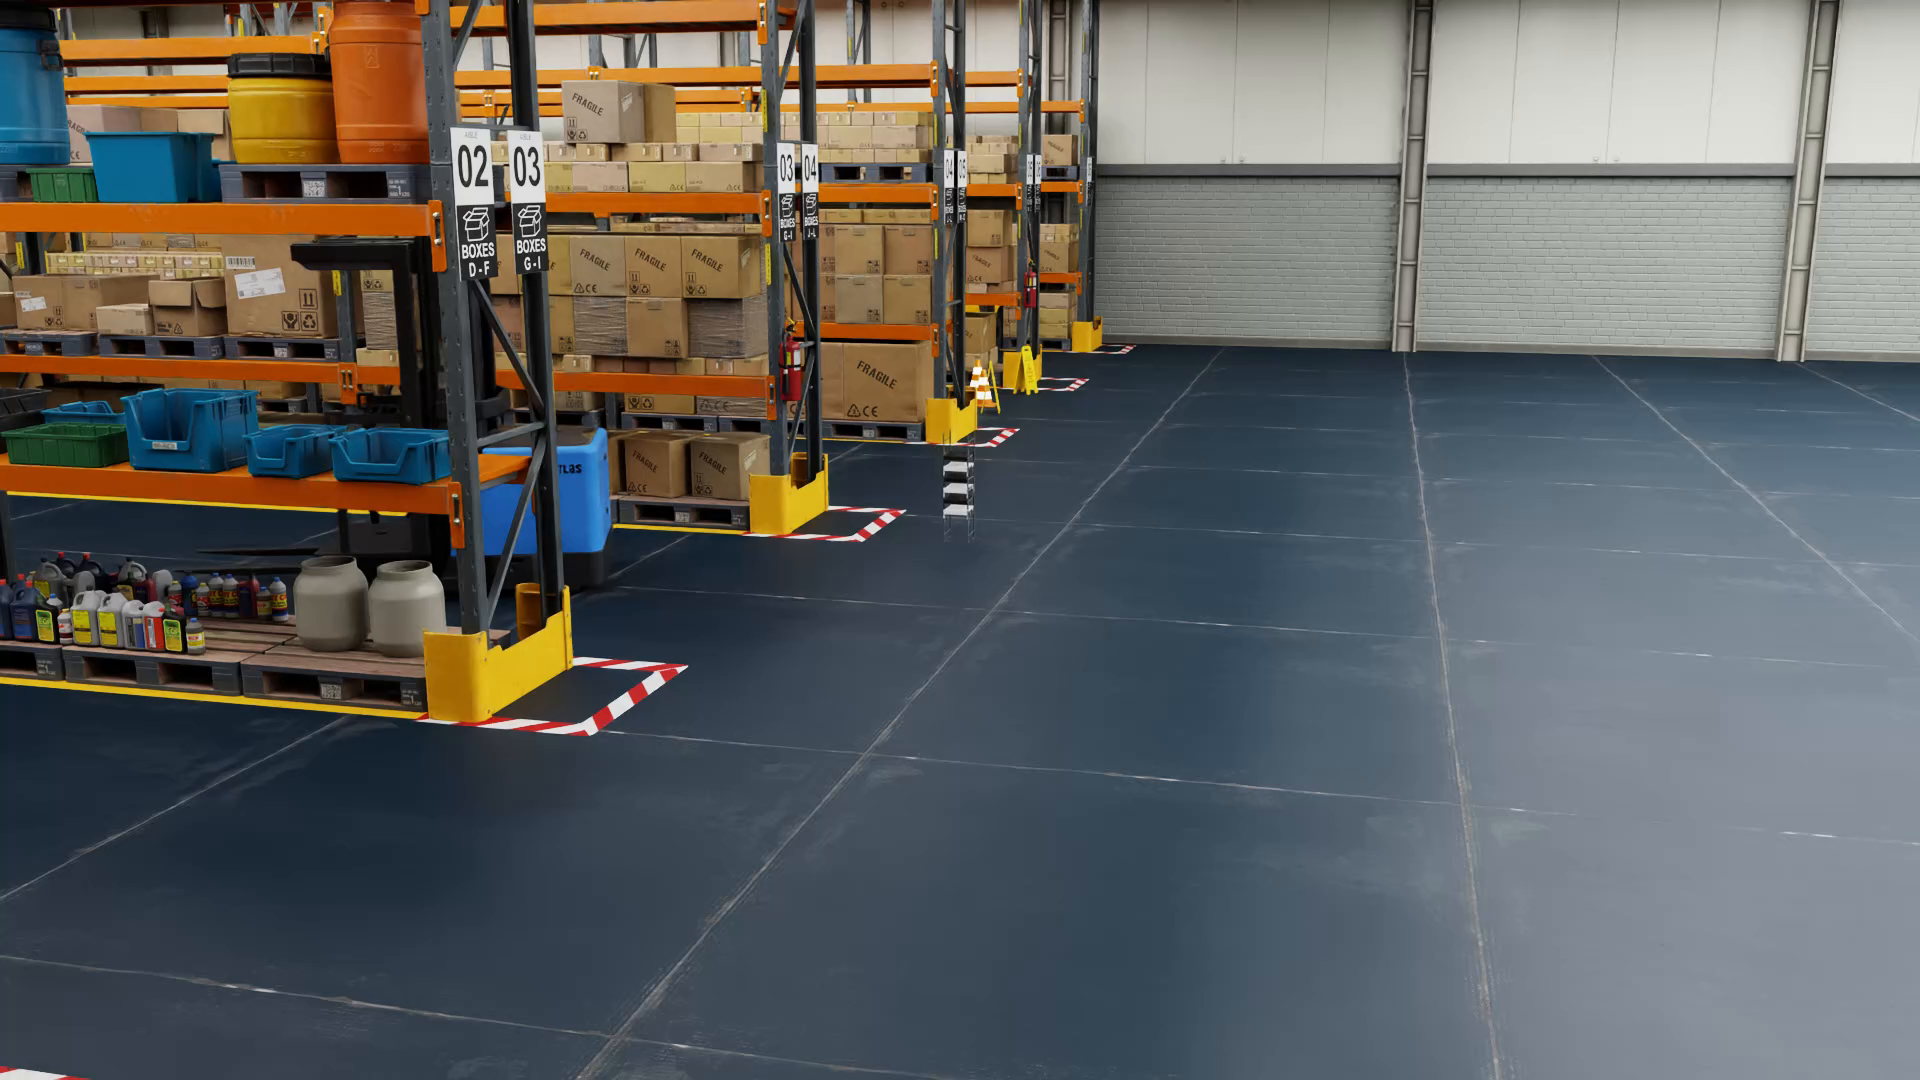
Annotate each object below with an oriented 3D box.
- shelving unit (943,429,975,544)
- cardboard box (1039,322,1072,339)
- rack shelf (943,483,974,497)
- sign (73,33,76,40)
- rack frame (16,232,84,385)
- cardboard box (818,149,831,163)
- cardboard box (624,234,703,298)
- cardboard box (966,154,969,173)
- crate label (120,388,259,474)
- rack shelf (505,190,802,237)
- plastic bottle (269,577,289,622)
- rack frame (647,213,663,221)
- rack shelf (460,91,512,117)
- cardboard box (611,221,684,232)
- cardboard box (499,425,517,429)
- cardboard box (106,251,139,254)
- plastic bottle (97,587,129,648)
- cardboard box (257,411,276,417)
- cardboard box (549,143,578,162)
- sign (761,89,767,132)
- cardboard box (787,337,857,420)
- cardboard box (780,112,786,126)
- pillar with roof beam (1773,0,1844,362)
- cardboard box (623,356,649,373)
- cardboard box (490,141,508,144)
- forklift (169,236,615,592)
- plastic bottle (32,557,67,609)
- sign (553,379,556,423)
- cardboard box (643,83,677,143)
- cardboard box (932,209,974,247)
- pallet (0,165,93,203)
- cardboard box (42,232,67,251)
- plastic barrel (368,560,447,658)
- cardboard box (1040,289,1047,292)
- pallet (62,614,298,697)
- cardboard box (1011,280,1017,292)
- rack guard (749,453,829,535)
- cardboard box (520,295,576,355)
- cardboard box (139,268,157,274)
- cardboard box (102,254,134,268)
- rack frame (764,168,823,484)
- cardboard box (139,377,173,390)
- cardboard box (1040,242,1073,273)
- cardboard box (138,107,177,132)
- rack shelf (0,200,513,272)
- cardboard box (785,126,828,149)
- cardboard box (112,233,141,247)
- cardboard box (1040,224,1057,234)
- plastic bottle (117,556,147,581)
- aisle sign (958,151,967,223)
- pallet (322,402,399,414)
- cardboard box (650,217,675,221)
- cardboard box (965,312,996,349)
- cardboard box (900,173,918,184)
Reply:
[{"bbox_3d":[-0.008,-0.440,13.638,0.210,0.900,0.258,3,13,14],"label":"shelving unit"},{"bbox_3d":[1.626,-3.579,28.320,0.500,0.250,0.500,3,13,14],"label":"cardboard box"},{"bbox_3d":[-0.008,-0.407,13.645,0.200,0.077,0.258,3,13,14],"label":"rack shelf"},{"bbox_3d":[-14.418,-8.082,27.045,0.005,0.325,0.100,3,13,14],"label":"sign"},{"bbox_3d":[-11.766,-3.291,21.643,0.127,3.000,1.000,3,13,14],"label":"rack frame"},{"bbox_3d":[-1.508,-4.263,18.477,0.250,0.149,0.380,3,13,13],"label":"cardboard box"},{"bbox_3d":[-2.482,-2.314,14.013,0.500,0.500,0.500,3,13,14],"label":"cardboard box"},{"bbox_3d":[-0.074,-5.250,23.206,0.500,0.250,0.500,3,13,13],"label":"cardboard box"},{"bbox_3d":[-4.441,-0.645,9.634,0.616,0.435,0.502,3,13,14],"label":"crate label"},{"bbox_3d":[-3.344,-2.848,14.379,4.000,0.370,1.077,3,13,14],"label":"rack shelf"},{"bbox_3d":[-4.275,0.368,10.431,0.097,0.271,0.097,0,13,0],"label":"plastic bottle"},{"bbox_3d":[-5.609,-5.174,30.128,0.127,3.000,1.000,3,13,14],"label":"rack frame"},{"bbox_3d":[-8.737,-6.616,25.362,4.000,0.370,1.077,3,13,14],"label":"rack shelf"},{"bbox_3d":[-3.649,-3.450,19.519,0.550,0.550,0.875,3,13,14],"label":"cardboard box"},{"bbox_3d":[-4.349,-0.766,15.061,0.500,0.500,0.500,8,15,31],"label":"cardboard box"},{"bbox_3d":[-10.818,-3.657,21.527,0.250,0.149,0.380,3,13,12],"label":"cardboard box"},{"bbox_3d":[-5.012,0.452,9.869,0.185,0.351,0.144,4,13,16],"label":"plastic bottle"},{"bbox_3d":[-6.879,-0.927,15.741,0.500,0.500,0.700,2,13,9],"label":"cardboard box"},{"bbox_3d":[-3.263,-3.258,13.995,0.250,0.149,0.380,2,13,11],"label":"cardboard box"},{"bbox_3d":[-1.555,-3.412,13.216,0.005,0.325,0.100,3,13,14],"label":"sign"},{"bbox_3d":[-1.645,-1.903,19.320,0.875,0.875,0.875,3,13,13],"label":"cardboard box"},{"bbox_3d":[-2.005,-4.679,18.509,0.250,0.149,0.380,3,13,14],"label":"cardboard box"},{"bbox_3d":[12.317,-6.385,21.737,0.400,9.000,9.100,3,13,14],"label":"pillar with roof beam"},{"bbox_3d":[-2.698,-1.533,14.296,0.250,0.149,0.380,3,13,14],"label":"cardboard box"},{"bbox_3d":[-5.251,-4.539,19.487,0.500,0.250,0.500,3,13,13],"label":"cardboard box"},{"bbox_3d":[-4.120,-1.109,11.964,3.031,2.935,1.130,-2,13,-7],"label":"forklift"},{"bbox_3d":[-5.813,0.285,10.625,0.185,0.351,0.144,3,13,14],"label":"plastic bottle"},{"bbox_3d":[-2.453,-0.840,9.954,0.005,0.325,0.100,3,13,14],"label":"sign"},{"bbox_3d":[-2.779,-3.667,14.340,0.500,0.500,0.500,3,13,13],"label":"cardboard box"},{"bbox_3d":[-0.066,-4.405,23.438,0.500,0.500,0.700,3,13,14],"label":"cardboard box"},{"bbox_3d":[-5.749,-2.152,10.019,1.003,0.211,1.213,3,13,14],"label":"pallet"},{"bbox_3d":[-12.146,-4.048,21.828,0.500,0.500,0.500,3,13,15],"label":"cardboard box"},{"bbox_3d":[-3.246,0.402,9.769,0.421,0.512,0.421,0,13,0],"label":"plastic barrel"},{"bbox_3d":[1.250,-4.199,28.806,0.500,0.250,0.500,3,13,14],"label":"cardboard box"},{"bbox_3d":[-4.642,0.671,10.222,1.213,0.211,1.003,3,13,14],"label":"pallet"},{"bbox_3d":[0.692,-3.653,23.854,0.250,0.149,0.380,3,13,14],"label":"cardboard box"},{"bbox_3d":[-1.476,-0.414,14.447,0.348,0.500,1.175,3,13,14],"label":"rack guard"},{"bbox_3d":[-3.402,-1.923,14.559,0.500,0.500,0.875,3,13,14],"label":"cardboard box"},{"bbox_3d":[-9.975,-3.321,20.700,0.250,0.149,0.380,3,13,12],"label":"cardboard box"},{"bbox_3d":[-10.483,-3.493,20.790,0.250,0.149,0.380,3,13,13],"label":"cardboard box"},{"bbox_3d":[-1.402,-1.631,14.158,0.127,3.000,1.000,3,13,14],"label":"rack frame"},{"bbox_3d":[-10.086,-2.130,21.212,0.500,0.500,0.500,3,13,15],"label":"cardboard box"},{"bbox_3d":[1.617,-4.778,28.112,0.500,0.500,0.500,3,13,12],"label":"cardboard box"},{"bbox_3d":[-7.669,-3.778,15.525,0.500,0.500,0.500,3,13,14],"label":"cardboard box"},{"bbox_3d":[-4.531,-1.806,9.685,4.000,0.370,1.077,3,13,14],"label":"rack shelf"},{"bbox_3d":[-1.631,-4.478,18.524,0.500,0.250,0.500,3,13,13],"label":"cardboard box"},{"bbox_3d":[-13.159,-4.947,26.565,0.500,0.500,0.500,3,13,13],"label":"cardboard box"},{"bbox_3d":[1.513,-5.250,28.056,0.250,0.149,0.380,3,13,14],"label":"cardboard box"},{"bbox_3d":[-5.278,0.281,10.641,0.185,0.351,0.144,3,13,13],"label":"plastic bottle"},{"bbox_3d":[0.025,-3.997,18.822,0.004,0.787,0.394,3,13,14],"label":"aisle sign"},{"bbox_3d":[-7.135,-1.666,20.753,1.213,0.211,1.003,3,13,14],"label":"pallet"},{"bbox_3d":[-4.358,-4.657,24.413,0.250,0.149,0.380,2,13,11],"label":"cardboard box"},{"bbox_3d":[0.232,-3.045,24.178,0.500,0.500,0.500,3,13,12],"label":"cardboard box"},{"bbox_3d":[-0.678,-5.088,23.398,0.250,0.149,0.380,3,13,12],"label":"cardboard box"}]
